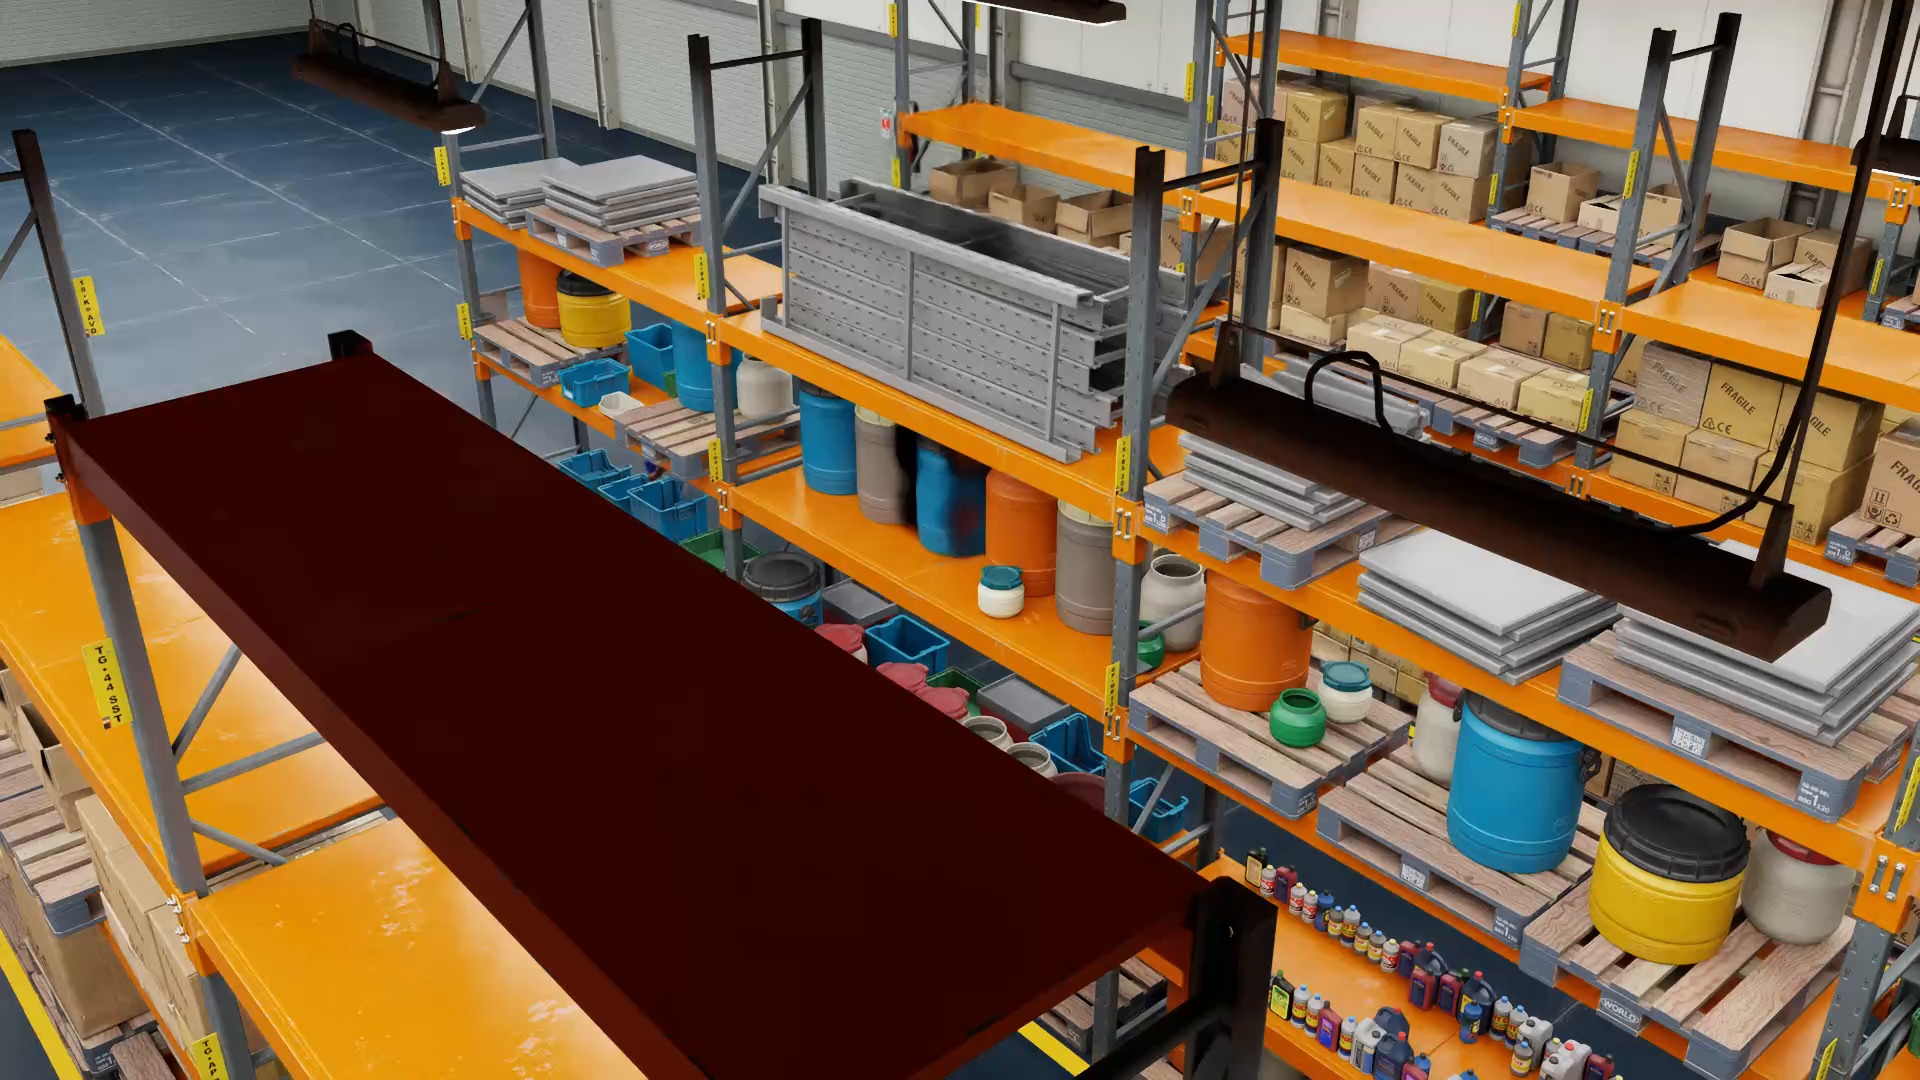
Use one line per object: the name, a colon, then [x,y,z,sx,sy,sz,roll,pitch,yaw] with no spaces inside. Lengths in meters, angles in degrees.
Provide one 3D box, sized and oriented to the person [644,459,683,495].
person: [-3.054,-0.570,16.925,0.693,1.682,0.580,10,29,19]
